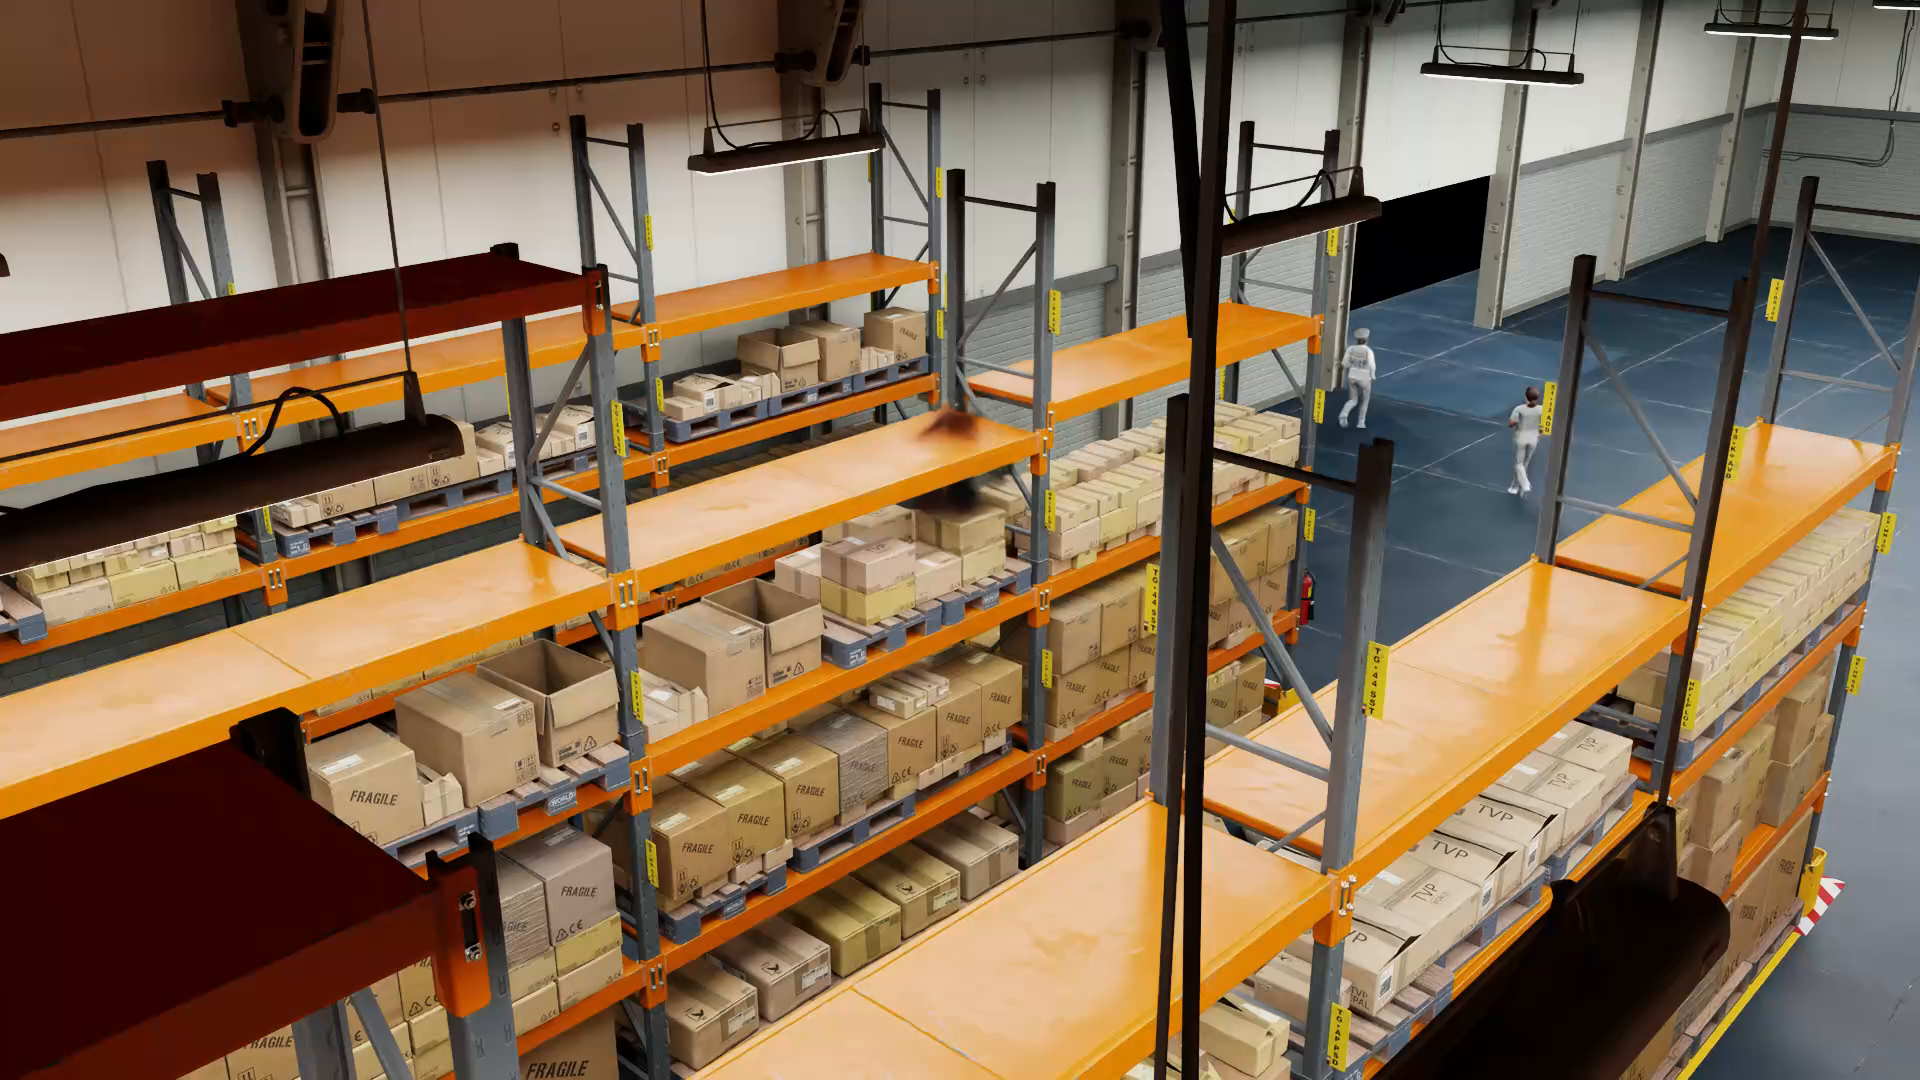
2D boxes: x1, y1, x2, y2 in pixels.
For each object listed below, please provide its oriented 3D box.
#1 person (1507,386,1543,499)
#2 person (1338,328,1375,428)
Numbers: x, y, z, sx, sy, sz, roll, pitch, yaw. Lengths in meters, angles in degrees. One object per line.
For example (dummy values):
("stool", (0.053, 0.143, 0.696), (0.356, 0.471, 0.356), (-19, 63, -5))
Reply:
("person", (7.880, -1.330, 23.157), (0.568, 1.675, 0.928), (0, 21, 1))
("person", (6.275, -2.497, 26.177), (0.618, 1.691, 0.821), (15, 26, 33))
